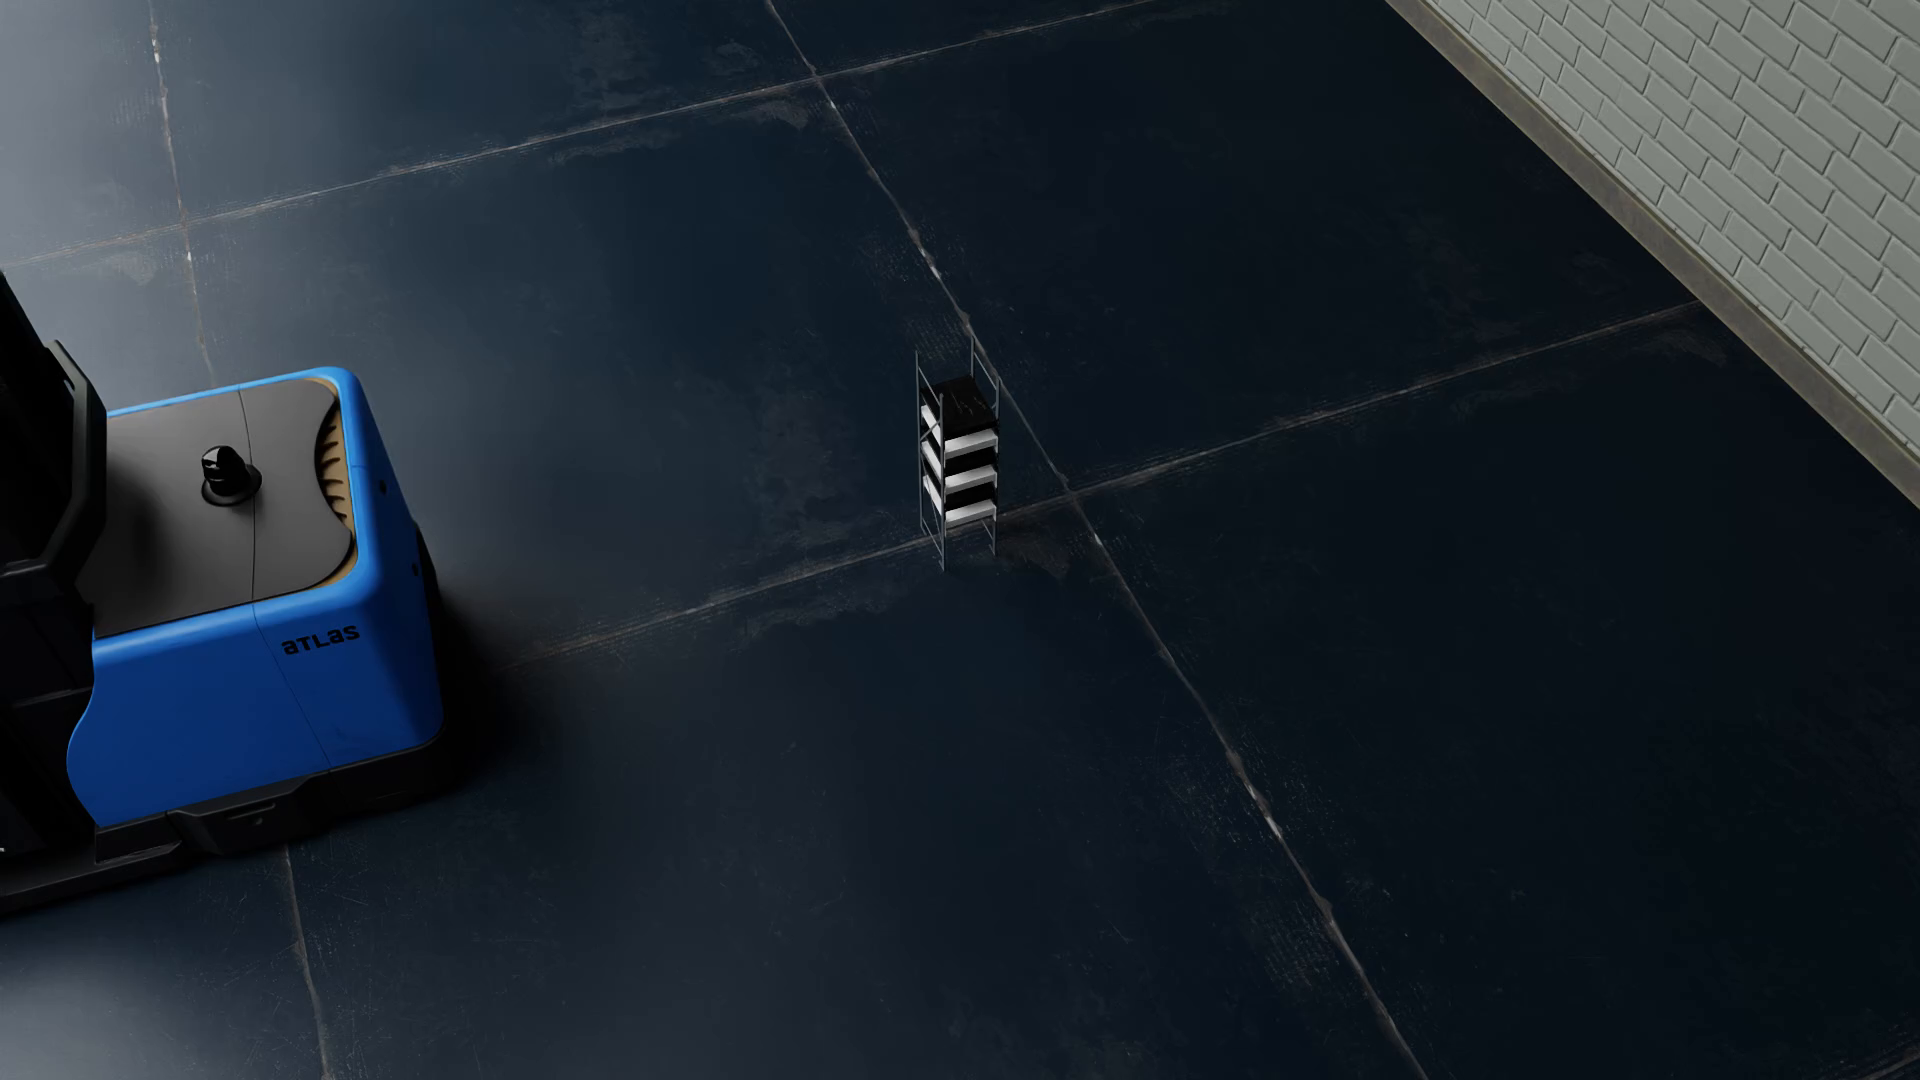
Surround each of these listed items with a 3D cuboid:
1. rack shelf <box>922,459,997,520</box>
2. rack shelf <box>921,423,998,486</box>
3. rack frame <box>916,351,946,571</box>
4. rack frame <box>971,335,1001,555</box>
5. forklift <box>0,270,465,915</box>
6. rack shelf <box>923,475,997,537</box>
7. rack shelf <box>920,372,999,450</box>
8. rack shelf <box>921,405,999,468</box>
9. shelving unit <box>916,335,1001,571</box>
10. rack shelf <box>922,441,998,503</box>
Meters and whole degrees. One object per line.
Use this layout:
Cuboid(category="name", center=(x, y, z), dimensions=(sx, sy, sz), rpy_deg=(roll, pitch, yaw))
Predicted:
Cuboid(category="rack shelf", center=(-0.008, -0.211, 6.000), dimensions=(0.200, 0.077, 0.258), rpy_deg=(-17, 52, -14))
Cuboid(category="rack shelf", center=(-0.008, -0.328, 5.864), dimensions=(0.200, 0.077, 0.258), rpy_deg=(-17, 52, -14))
Cuboid(category="rack frame", center=(-0.102, -0.262, 5.882), dimensions=(0.006, 0.900, 0.240), rpy_deg=(-17, 52, -14))
Cuboid(category="rack frame", center=(0.087, -0.320, 5.932), dimensions=(0.006, 0.900, 0.240), rpy_deg=(-17, 52, -14))
Cuboid(category="forklift", center=(-3.220, -0.133, 4.432), dimensions=(3.031, 2.935, 1.130), rpy_deg=(-14, 51, -12))
Cuboid(category="rack shelf", center=(-0.008, -0.152, 6.068), dimensions=(0.200, 0.077, 0.258), rpy_deg=(-17, 52, -14))
Cuboid(category="rack shelf", center=(-0.008, -0.445, 5.727), dimensions=(0.200, 0.077, 0.258), rpy_deg=(-17, 52, -14))
Cuboid(category="rack shelf", center=(-0.008, -0.386, 5.795), dimensions=(0.200, 0.077, 0.258), rpy_deg=(-17, 52, -14))
Cuboid(category="shelving unit", center=(-0.008, -0.291, 5.907), dimensions=(0.210, 0.900, 0.258), rpy_deg=(-17, 52, -14))
Cuboid(category="rack shelf", center=(-0.008, -0.269, 5.932), dimensions=(0.200, 0.077, 0.258), rpy_deg=(-17, 52, -14))
